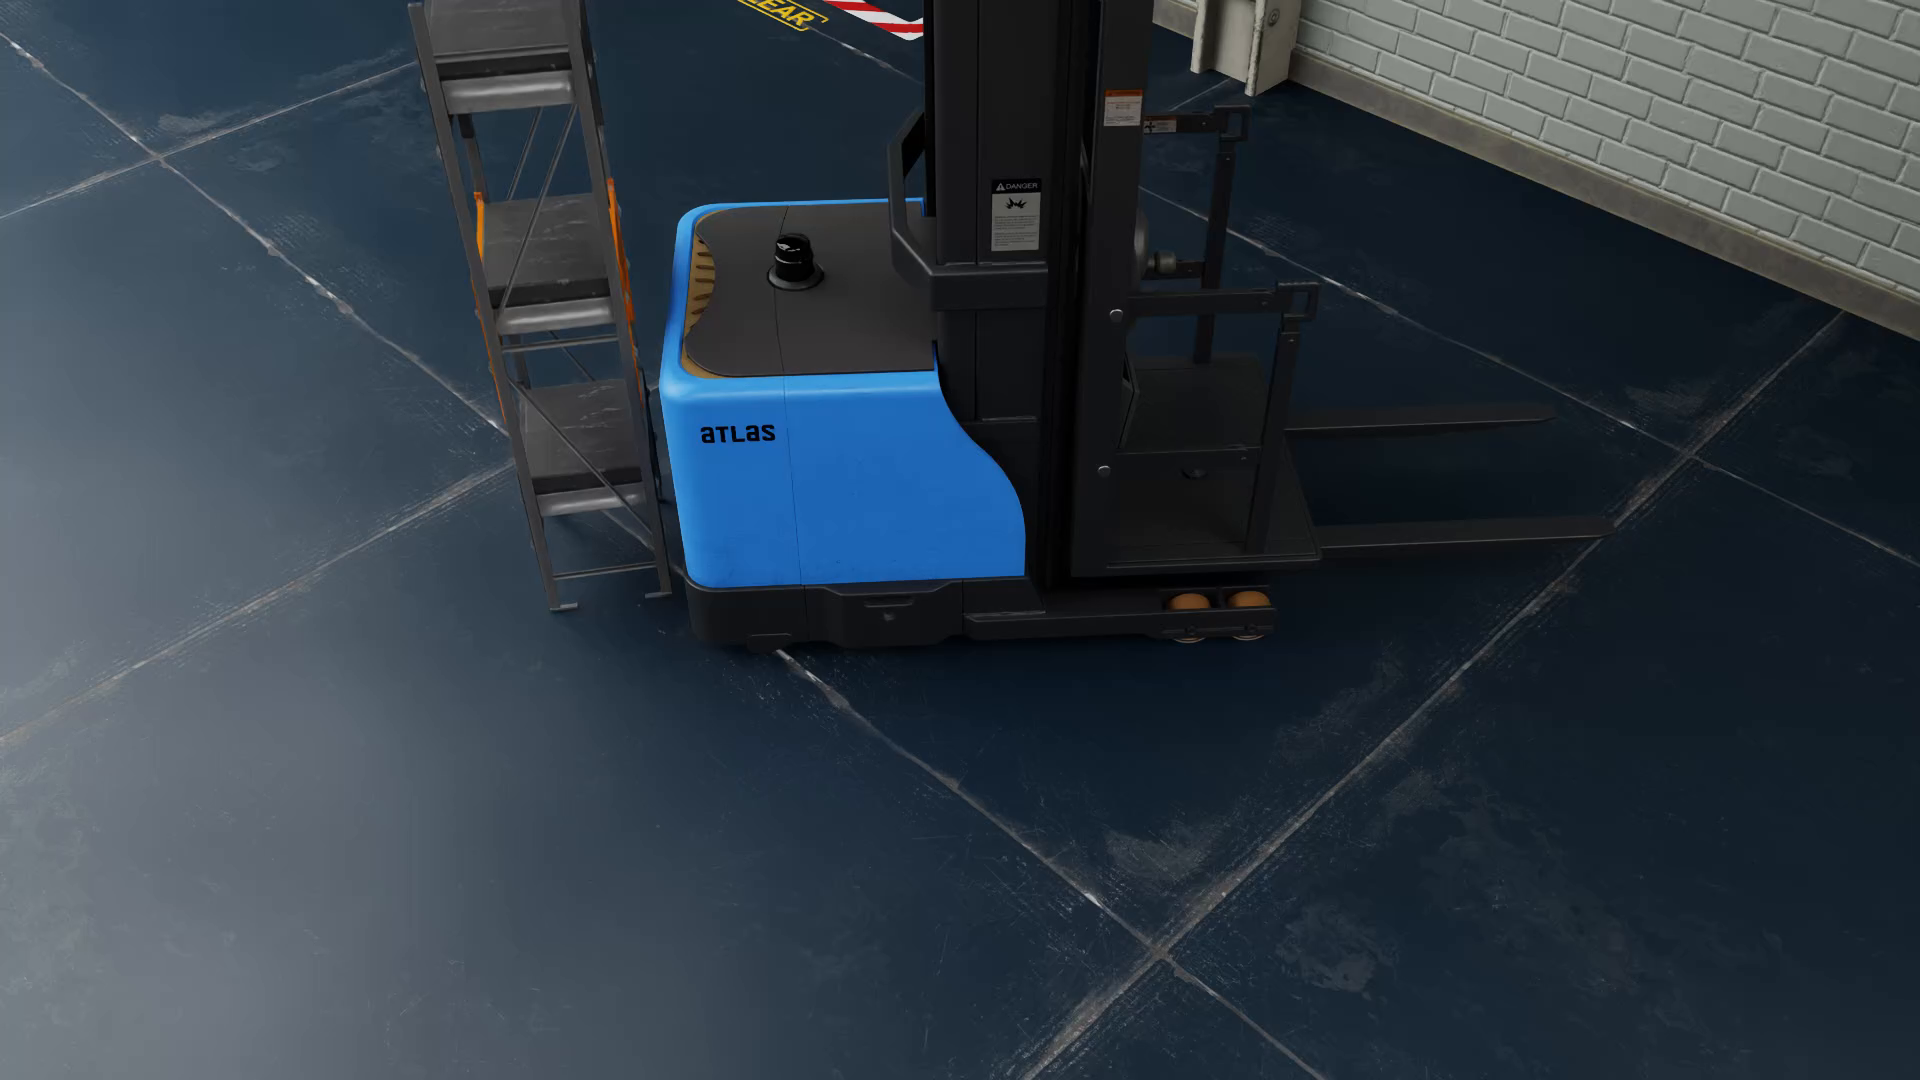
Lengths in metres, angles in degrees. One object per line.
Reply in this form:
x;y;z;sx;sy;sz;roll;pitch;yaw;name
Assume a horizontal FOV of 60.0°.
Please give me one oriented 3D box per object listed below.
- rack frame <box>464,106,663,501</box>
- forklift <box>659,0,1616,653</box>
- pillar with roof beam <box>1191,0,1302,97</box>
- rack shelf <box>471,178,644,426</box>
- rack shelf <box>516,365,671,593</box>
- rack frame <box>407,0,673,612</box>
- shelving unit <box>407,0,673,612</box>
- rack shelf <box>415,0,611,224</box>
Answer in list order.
-1.251;-0.890;5.166;0.400;2.100;0.015;-8;43;-8;rack frame
0.622;-1.102;4.783;3.031;2.935;1.130;-2;43;-3;forklift
-1.655;-3.562;2.974;9.100;9.000;0.400;-34;53;-31;pillar with roof beam
-1.204;-0.717;4.999;0.431;0.518;0.480;-8;43;-8;rack shelf
-1.204;-0.203;5.473;0.431;0.518;0.480;-8;43;-8;rack shelf
-1.157;-0.565;4.814;0.400;2.100;0.015;-8;43;-8;rack frame
-1.204;-0.727;4.990;0.431;2.100;0.503;-8;43;-8;shelving unit
-1.204;-1.232;4.524;0.431;0.518;0.480;-8;43;-8;rack shelf
